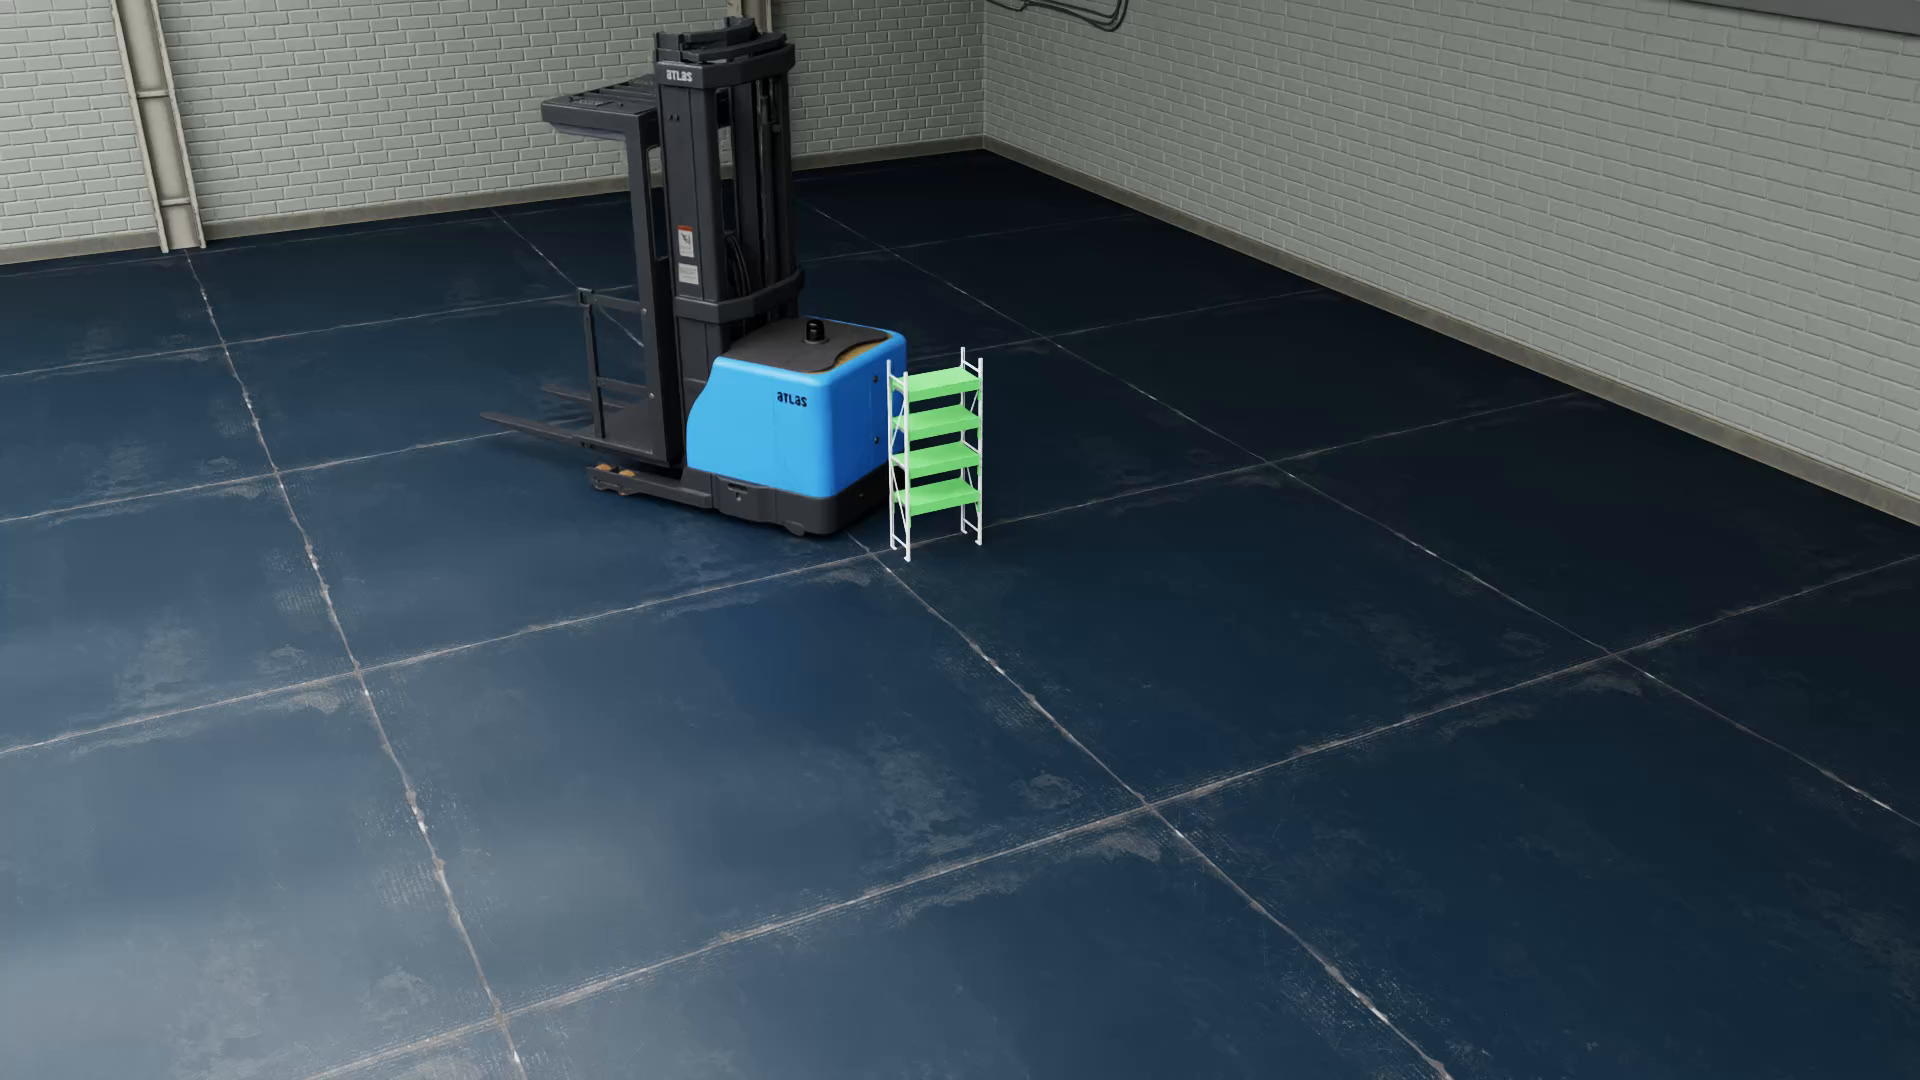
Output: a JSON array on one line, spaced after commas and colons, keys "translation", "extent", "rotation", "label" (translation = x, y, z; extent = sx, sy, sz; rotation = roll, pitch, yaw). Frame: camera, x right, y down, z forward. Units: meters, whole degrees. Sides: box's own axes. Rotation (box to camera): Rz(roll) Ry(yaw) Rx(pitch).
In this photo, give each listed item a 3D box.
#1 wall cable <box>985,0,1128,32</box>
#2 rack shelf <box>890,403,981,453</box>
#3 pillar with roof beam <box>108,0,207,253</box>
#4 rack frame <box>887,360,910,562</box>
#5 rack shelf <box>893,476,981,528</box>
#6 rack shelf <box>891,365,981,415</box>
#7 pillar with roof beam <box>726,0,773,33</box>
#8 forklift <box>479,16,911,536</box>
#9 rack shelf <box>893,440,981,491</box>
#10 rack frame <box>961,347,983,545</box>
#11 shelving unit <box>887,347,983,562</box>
[{"translation": [0.943, -6.837, 17.681], "extent": [0.112, 2.526, 3.097], "rotation": [-13, 29, -25], "label": "wall cable"}, {"translation": [-0.146, -0.666, 9.844], "extent": [0.480, 0.148, 0.258], "rotation": [-13, 29, -25], "label": "rack shelf"}, {"translation": [-5.547, -5.276, 10.842], "extent": [0.400, 9.000, 9.100], "rotation": [-13, 29, -25], "label": "pillar with roof beam"}, {"translation": [-0.361, -0.457, 9.817], "extent": [0.015, 1.200, 0.240], "rotation": [-13, 29, -25], "label": "rack frame"}, {"translation": [-0.146, -0.233, 10.052], "extent": [0.480, 0.148, 0.258], "rotation": [-13, 29, -25], "label": "rack shelf"}, {"translation": [-0.146, -0.882, 9.740], "extent": [0.480, 0.148, 0.258], "rotation": [-13, 29, -25], "label": "rack shelf"}, {"translation": [-0.253, -6.498, 13.387], "extent": [0.400, 9.000, 9.100], "rotation": [-13, 29, -25], "label": "pillar with roof beam"}, {"translation": [-1.861, -1.792, 10.596], "extent": [3.031, 2.935, 1.130], "rotation": [14, 29, 26], "label": "forklift"}, {"translation": [-0.146, -0.450, 9.948], "extent": [0.480, 0.148, 0.258], "rotation": [-13, 29, -25], "label": "rack shelf"}, {"translation": [0.069, -0.557, 10.024], "extent": [0.015, 1.200, 0.240], "rotation": [-13, 29, -25], "label": "rack frame"}, {"translation": [-0.146, -0.507, 9.920], "extent": [0.503, 1.200, 0.258], "rotation": [-13, 29, -25], "label": "shelving unit"}]
